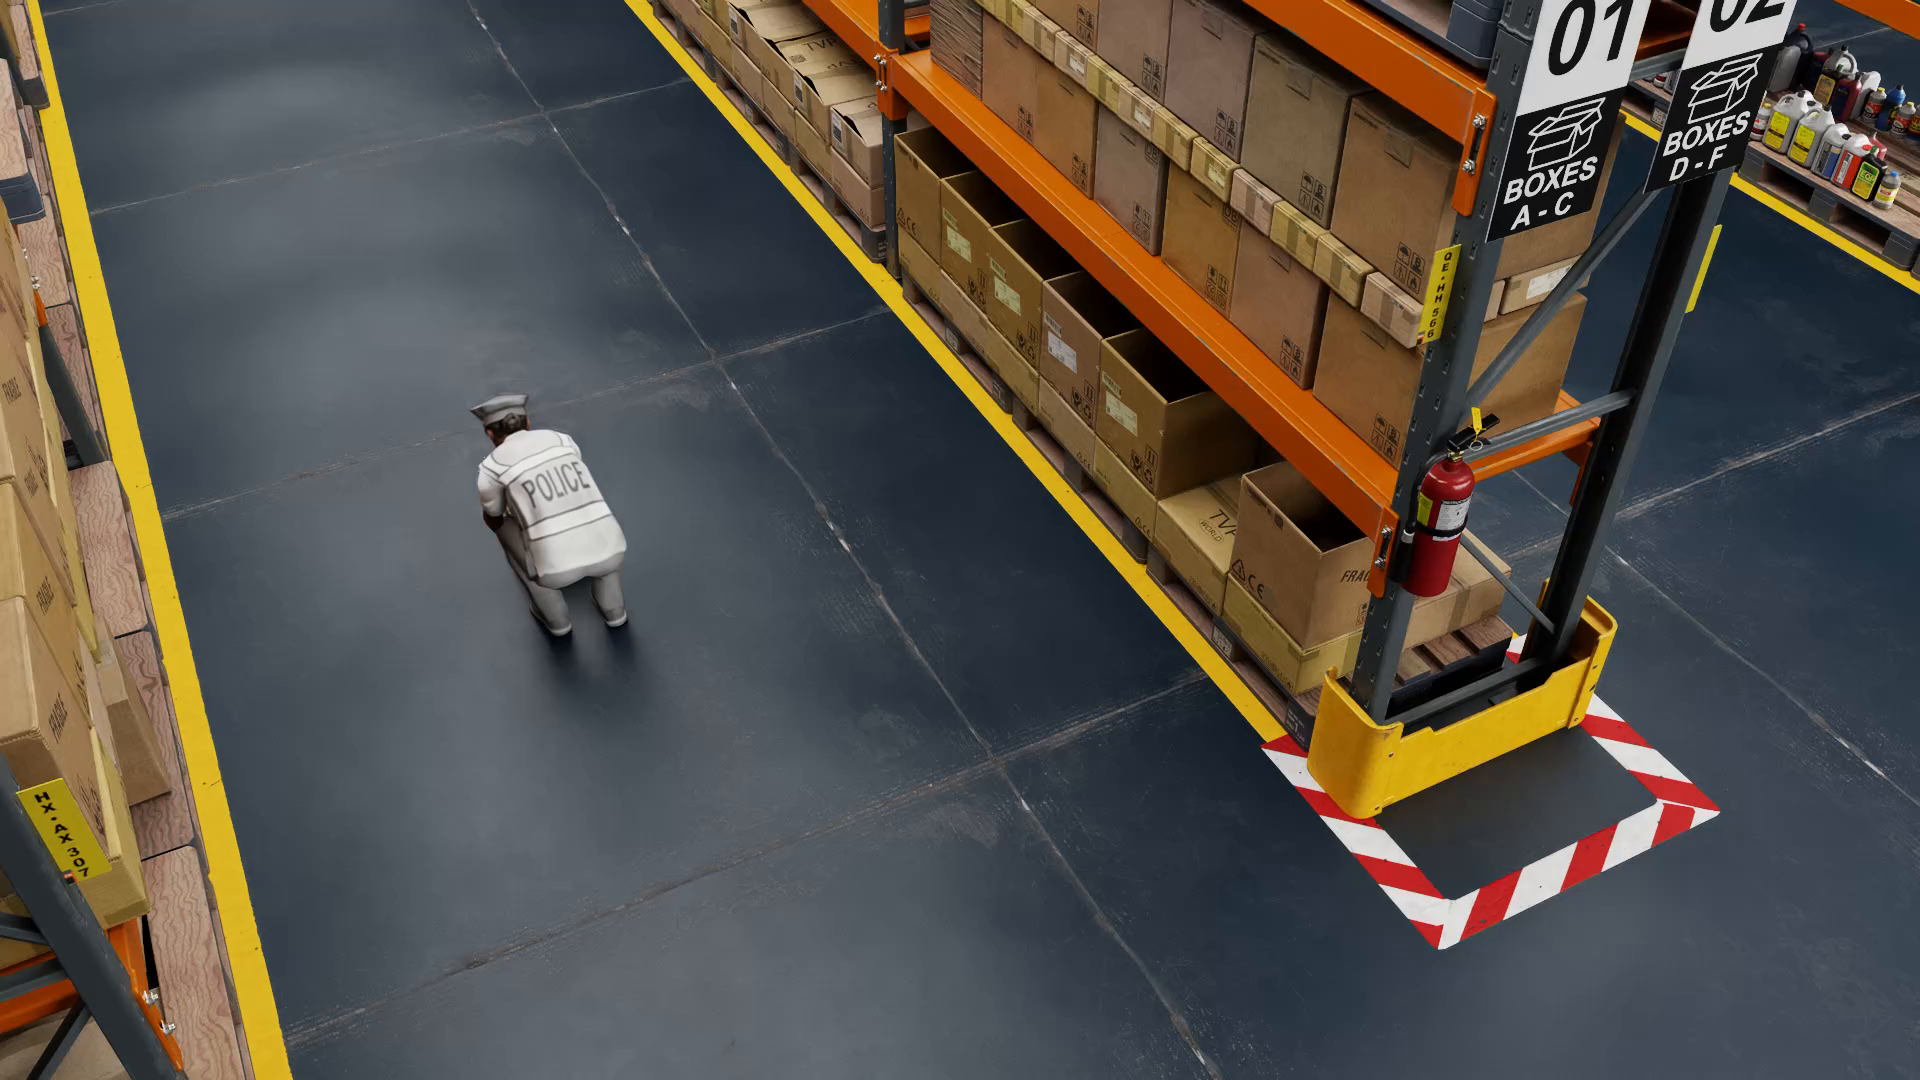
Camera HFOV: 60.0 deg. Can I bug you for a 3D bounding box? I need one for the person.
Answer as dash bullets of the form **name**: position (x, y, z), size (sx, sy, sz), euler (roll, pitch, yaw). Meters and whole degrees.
- **person**: position (-1.684, -0.055, 6.921), size (0.443, 0.767, 0.927), euler (-20, 45, -21)
